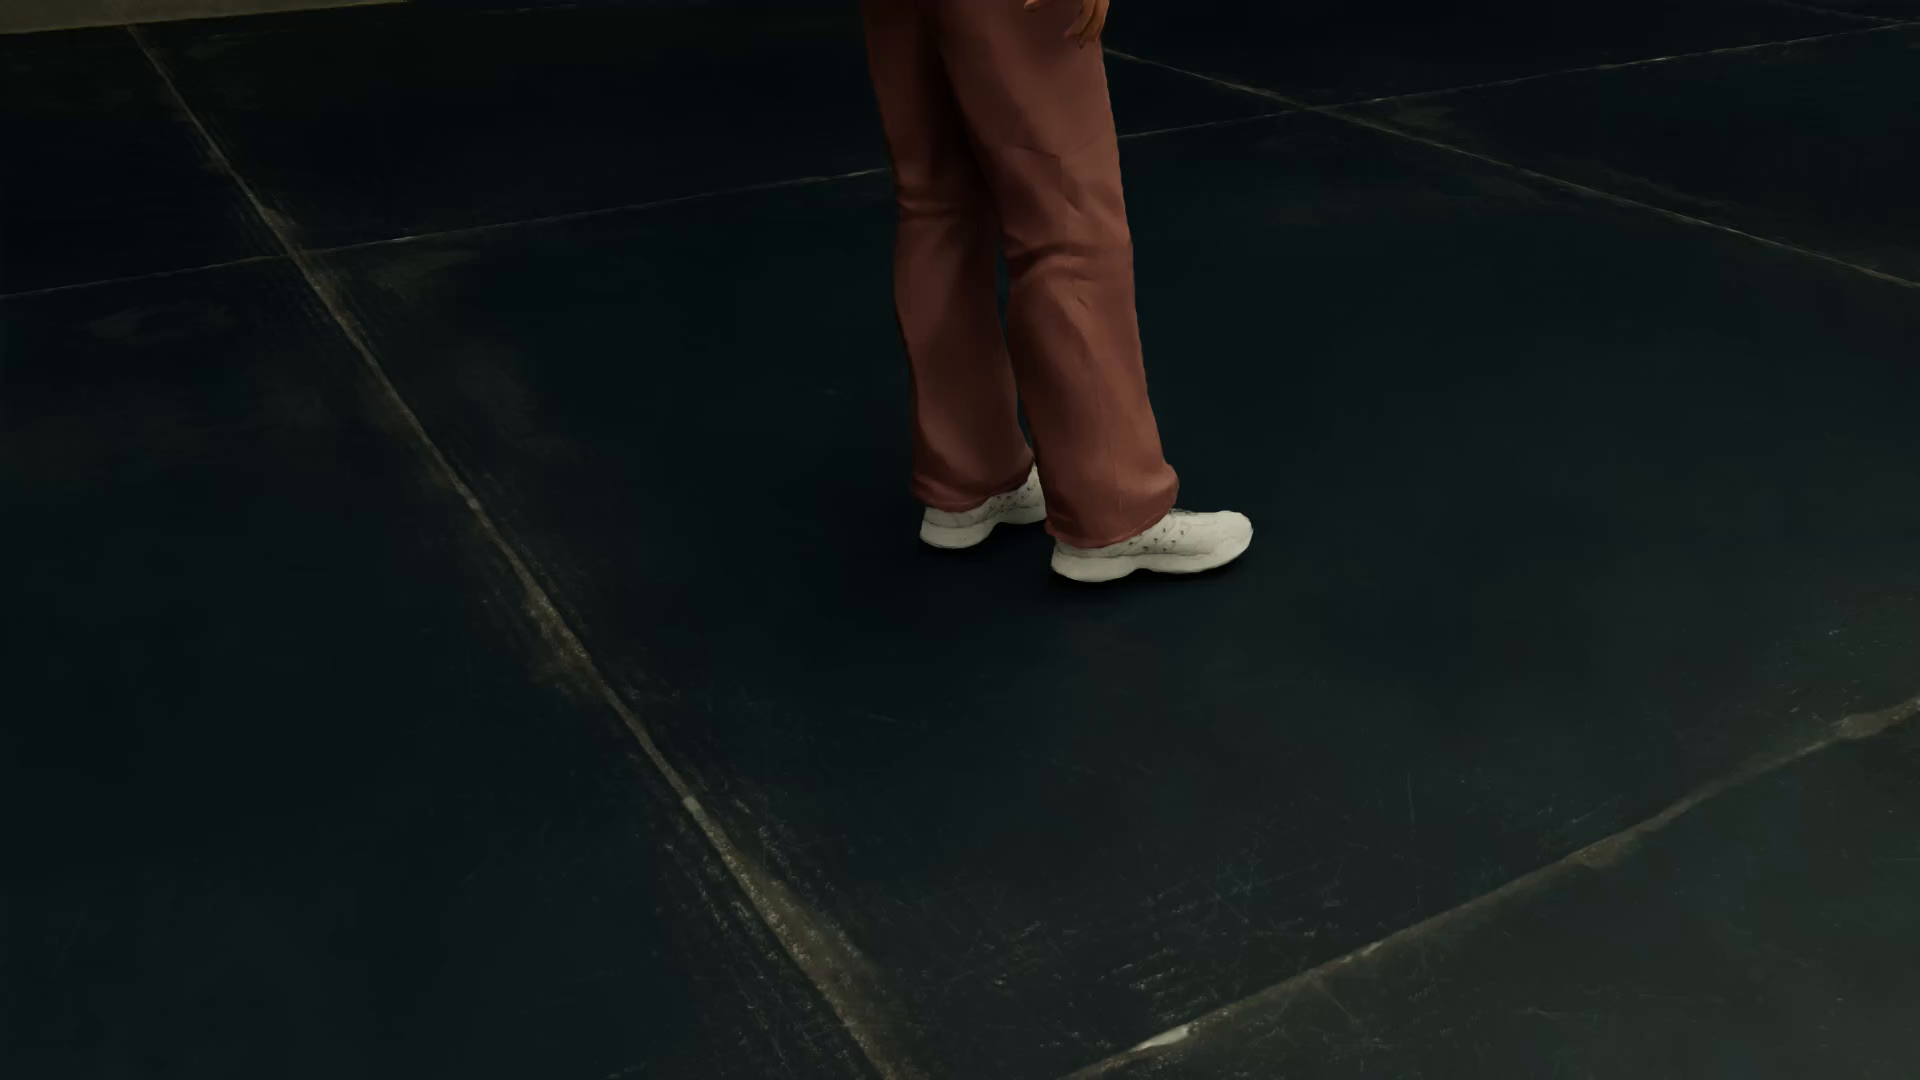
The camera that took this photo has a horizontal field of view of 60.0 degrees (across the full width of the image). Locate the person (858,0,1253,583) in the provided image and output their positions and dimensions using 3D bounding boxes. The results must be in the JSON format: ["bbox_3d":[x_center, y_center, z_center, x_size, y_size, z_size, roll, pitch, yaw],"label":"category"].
[{"bbox_3d":[0.070,-0.766,2.142,0.548,1.674,0.554,-15,30,-26],"label":"person"}]
